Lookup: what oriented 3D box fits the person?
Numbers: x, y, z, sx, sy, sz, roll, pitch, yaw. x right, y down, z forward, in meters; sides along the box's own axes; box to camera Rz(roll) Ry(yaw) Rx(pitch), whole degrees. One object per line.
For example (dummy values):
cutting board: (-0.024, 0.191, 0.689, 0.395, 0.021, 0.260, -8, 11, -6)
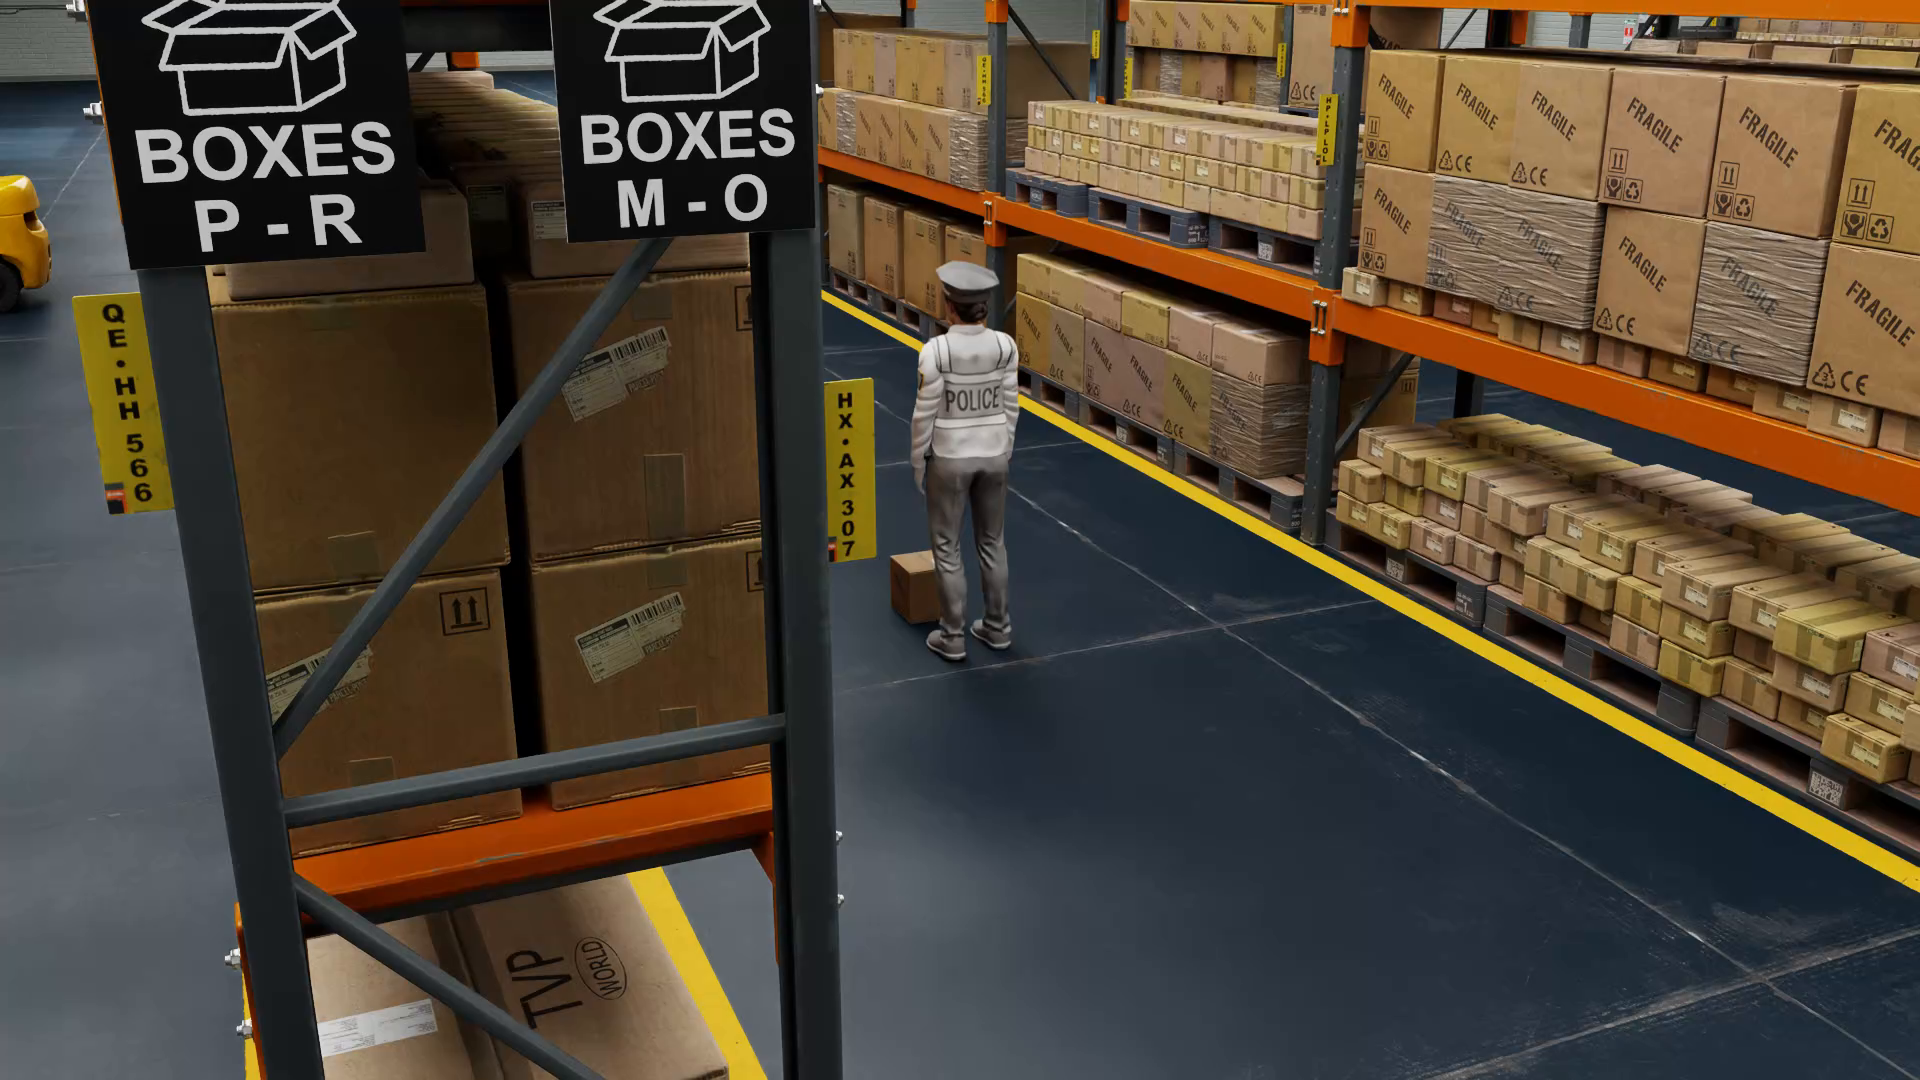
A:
person: (0.014, -0.325, 6.988, 0.469, 1.680, 0.332, -8, 20, -21)
